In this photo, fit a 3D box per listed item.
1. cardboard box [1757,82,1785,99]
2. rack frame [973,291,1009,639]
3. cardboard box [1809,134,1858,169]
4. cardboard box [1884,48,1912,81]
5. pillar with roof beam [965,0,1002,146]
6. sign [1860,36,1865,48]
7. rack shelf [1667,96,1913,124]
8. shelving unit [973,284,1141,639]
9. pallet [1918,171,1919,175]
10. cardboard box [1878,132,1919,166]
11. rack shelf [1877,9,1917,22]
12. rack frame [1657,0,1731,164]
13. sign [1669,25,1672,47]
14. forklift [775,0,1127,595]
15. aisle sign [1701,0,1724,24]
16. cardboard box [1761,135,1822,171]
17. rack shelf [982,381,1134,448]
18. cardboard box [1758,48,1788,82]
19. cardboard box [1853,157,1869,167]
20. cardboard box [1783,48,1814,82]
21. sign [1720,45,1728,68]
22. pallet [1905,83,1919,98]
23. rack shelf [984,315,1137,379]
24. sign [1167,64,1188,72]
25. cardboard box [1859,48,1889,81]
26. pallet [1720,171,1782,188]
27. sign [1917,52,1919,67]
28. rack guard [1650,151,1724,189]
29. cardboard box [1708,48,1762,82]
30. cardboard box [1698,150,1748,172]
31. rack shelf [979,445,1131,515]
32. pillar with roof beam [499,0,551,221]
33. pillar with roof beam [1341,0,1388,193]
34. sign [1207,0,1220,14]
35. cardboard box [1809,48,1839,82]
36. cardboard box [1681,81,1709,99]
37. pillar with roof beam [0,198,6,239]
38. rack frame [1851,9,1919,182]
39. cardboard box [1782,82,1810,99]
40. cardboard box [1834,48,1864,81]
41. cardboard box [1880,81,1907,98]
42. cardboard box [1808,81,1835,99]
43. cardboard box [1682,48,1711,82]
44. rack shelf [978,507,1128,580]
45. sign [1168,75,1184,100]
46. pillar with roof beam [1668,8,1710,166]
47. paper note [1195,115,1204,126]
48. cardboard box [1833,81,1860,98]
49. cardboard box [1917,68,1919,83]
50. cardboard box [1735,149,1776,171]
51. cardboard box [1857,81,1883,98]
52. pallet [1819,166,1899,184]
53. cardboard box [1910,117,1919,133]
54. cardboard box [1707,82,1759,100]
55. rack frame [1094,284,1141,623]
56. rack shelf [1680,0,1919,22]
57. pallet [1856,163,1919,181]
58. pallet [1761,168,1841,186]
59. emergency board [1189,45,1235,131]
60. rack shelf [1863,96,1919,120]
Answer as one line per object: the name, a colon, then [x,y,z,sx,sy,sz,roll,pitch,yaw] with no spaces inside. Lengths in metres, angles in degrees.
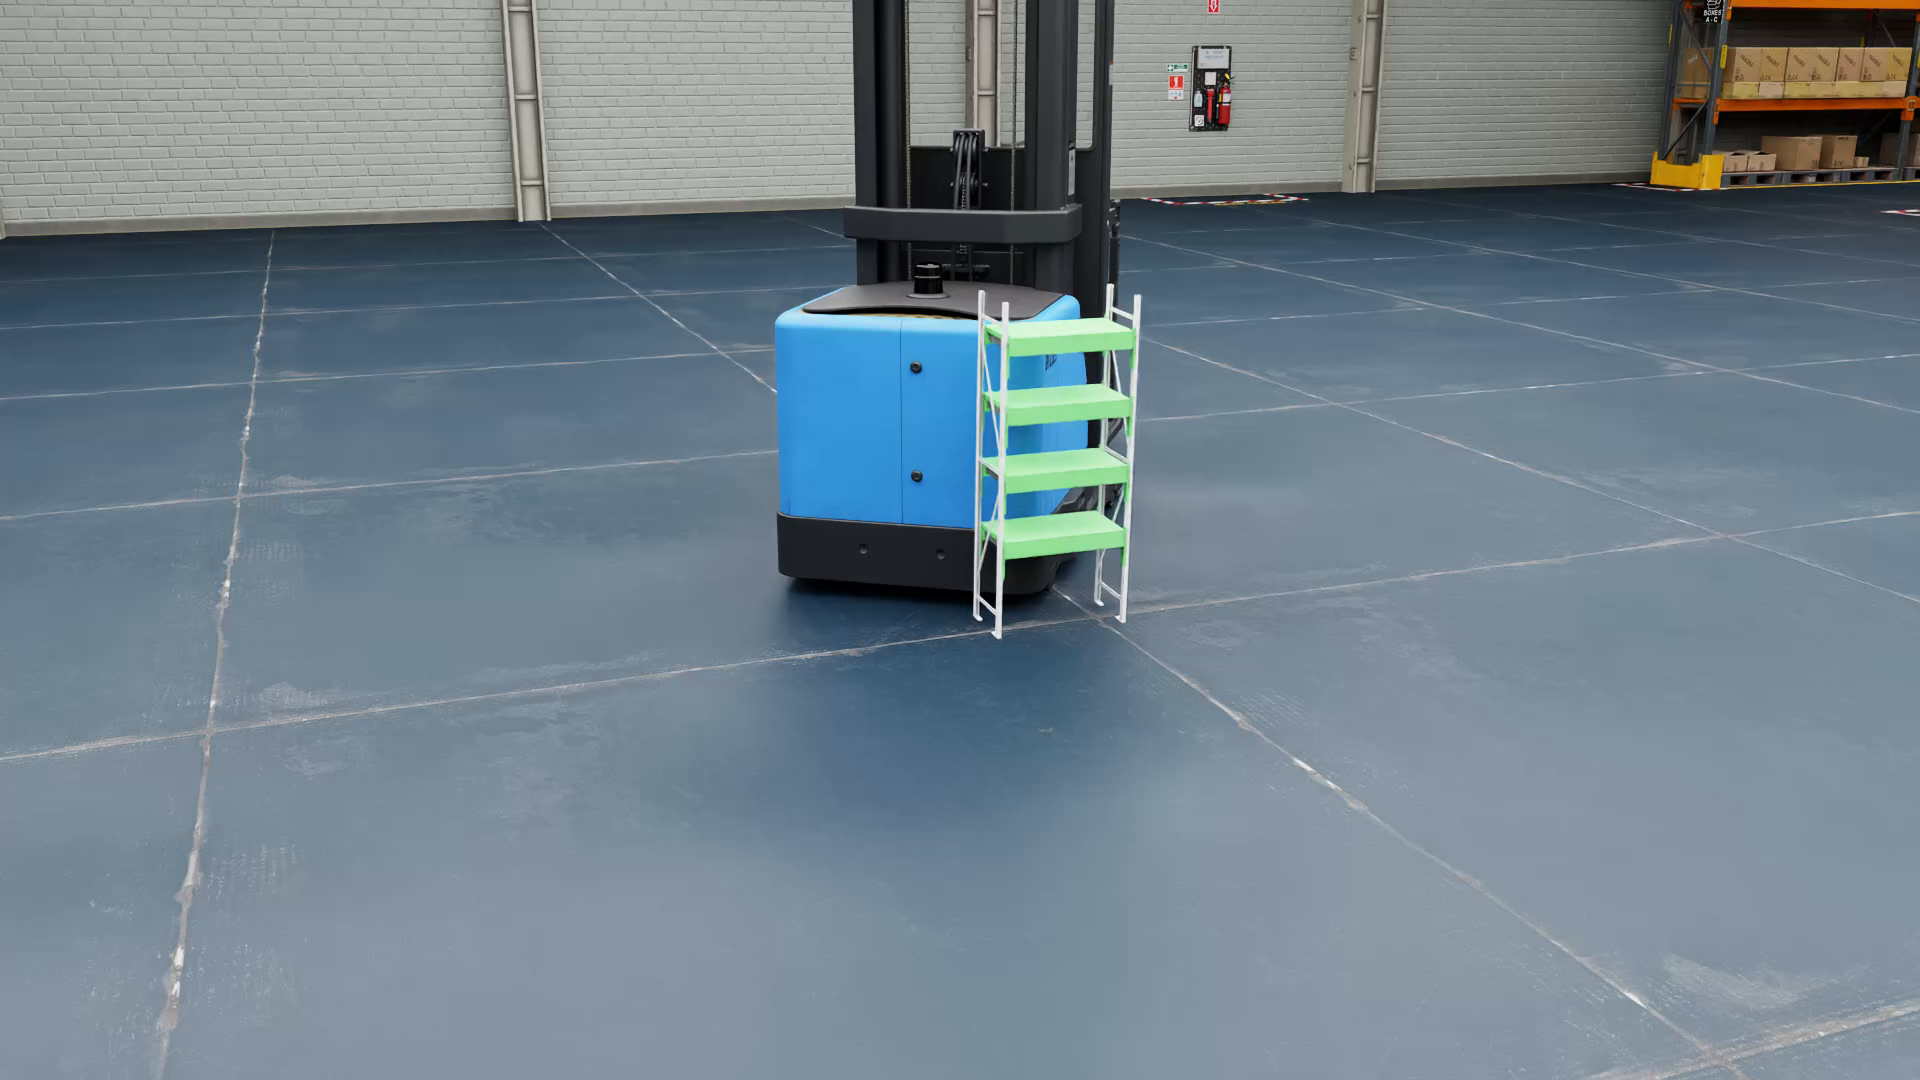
cardboard box: [12.223,-6.887,25.459,0.500,0.250,0.500,-7,18,-22]
rack frame: [0.105,-0.254,5.815,0.015,1.200,0.240,-6,20,-20]
cardboard box: [13.954,-6.228,26.638,0.500,0.500,0.500,-8,18,-24]
cardboard box: [14.578,-7.500,26.213,0.500,0.500,0.500,-6,17,-20]
pillar with roof beam: [1.853,-7.762,17.559,0.400,9.000,9.100,-6,17,-20]
sign: [14.707,-8.032,27.073,0.005,0.325,0.100,-6,17,-20]
rack shelf: [13.041,-6.784,26.154,4.000,0.370,1.077,-6,17,-20]
shelving unit: [0.334,-0.278,5.897,0.503,1.200,0.258,-6,20,-20]
pallet: [16.776,-6.196,27.824,1.213,0.211,1.003,-6,17,-20]
cardboard box: [15.590,-6.422,27.298,0.500,0.500,0.700,-6,17,-18]
rack shelf: [16.776,-8.627,27.105,4.000,0.370,1.077,-6,17,-20]
rack frame: [11.174,-6.928,25.366,0.127,3.000,1.000,-6,17,-20]
sign: [10.994,-7.783,25.663,0.005,0.325,0.100,-6,17,-20]
forklift: [0.153,-1.577,7.268,1.130,2.935,3.031,4,17,14]
aisle sign: [11.214,-8.089,24.707,0.004,0.787,0.394,-6,17,-20]
cardboard box: [13.087,-6.104,26.216,0.500,0.500,0.700,-7,18,-24]
rack shelf: [0.336,-0.445,5.841,0.480,0.148,0.258,-6,20,-20]
cardboard box: [12.192,-7.242,25.334,0.500,0.500,0.500,-6,17,-20]
cardboard box: [14.420,-6.121,26.866,0.250,0.166,0.380,-9,18,-27]
cardboard box: [12.677,-7.292,25.506,0.500,0.500,0.500,-7,18,-22]
sign: [11.368,-7.201,24.758,0.005,0.325,0.100,-6,17,-20]
pallet: [15.675,-7.278,26.899,1.213,0.211,1.003,-6,17,-20]
rack shelf: [0.340,-0.673,5.765,0.480,0.148,0.258,-6,20,-20]
sign: [3.048,-6.623,23.324,0.331,0.109,0.001,-6,17,-20]
cardboard box: [14.114,-7.448,26.036,0.500,0.500,0.500,-6,17,-20]
pallet: [12.016,-5.670,26.033,1.213,0.211,1.003,-6,17,-20]
sign: [15.110,-7.605,26.134,0.005,0.325,0.100,-6,17,-20]
rack guard: [11.245,-5.736,25.745,0.348,0.500,1.175,-6,17,-20]
cardboard box: [11.727,-7.194,25.174,0.500,0.500,0.500,-6,17,-20]
cardboard box: [11.852,-5.895,25.840,0.500,0.311,0.500,-8,18,-26]
rack shelf: [0.333,-0.217,5.918,0.480,0.148,0.258,-6,20,-20]
pillar with roof beam: [-3.750,-7.157,15.499,0.400,9.000,9.100,-6,17,-20]
pillar with roof beam: [7.456,-8.367,19.619,0.400,9.000,9.100,-6,17,-20]
sign: [3.551,-7.520,23.267,0.199,0.298,0.001,-6,17,-20]
cardboard box: [13.155,-7.347,25.694,0.500,0.500,0.500,-6,17,-18]
cardboard box: [11.541,-6.964,25.719,0.500,0.250,0.500,-6,17,-19]
pillar with roof beam: [-9.353,-6.552,13.440,0.400,9.000,9.100,-6,17,-20]
rack frame: [14.909,-7.331,26.740,0.127,3.000,1.000,-6,17,-20]
cardboard box: [12.701,-6.937,25.628,0.500,0.250,0.500,-6,18,-21]
cardboard box: [13.640,-7.400,25.873,0.500,0.500,0.500,-7,18,-22]
cardboard box: [14.575,-7.141,26.324,0.500,0.250,0.500,-6,17,-20]
cardboard box: [13.173,-6.988,25.800,0.500,0.250,0.500,-6,17,-20]
cardboard box: [11.538,-7.329,25.631,0.500,0.500,0.500,-6,18,-21]
rack shelf: [0.330,0.010,5.994,0.480,0.148,0.258,-6,20,-20]
sign: [3.041,-6.371,23.405,0.234,0.329,0.001,-6,17,-20]
pillar with roof beam: [13.058,-8.972,21.679,0.400,9.000,9.100,-6,17,-20]
paper note: [3.404,-5.960,23.633,0.142,0.148,0.016,-6,17,-20]
cardboard box: [13.643,-7.039,25.974,0.500,0.250,0.500,-6,17,-20]
cardboard box: [15.396,-7.633,26.808,0.500,0.500,0.700,-6,17,-20]
cardboard box: [12.384,-5.952,26.036,0.500,0.311,0.500,-5,17,-15]
cardboard box: [14.107,-7.093,26.160,0.500,0.250,0.500,-6,17,-20]
pallet: [14.294,-5.916,26.870,1.213,0.211,1.003,-6,17,-20]
cardboard box: [16.000,-6.827,27.346,0.500,0.250,0.500,-7,18,-21]
cardboard box: [11.743,-6.831,25.268,0.500,0.250,0.500,-7,18,-22]
rack frame: [0.563,-0.302,5.979,0.015,1.200,0.240,-6,20,-20]
rack shelf: [13.041,-8.224,25.732,4.000,0.370,1.077,-6,17,-20]
pallet: [15.635,-6.072,27.401,1.213,0.211,1.003,-6,17,-20]
pallet: [13.153,-5.792,26.448,1.213,0.211,1.003,-6,17,-20]
emergency board: [3.594,-6.382,23.508,0.643,1.169,0.194,-6,17,-20]
rack shelf: [16.776,-7.188,27.528,4.000,0.370,1.077,-6,17,-20]
